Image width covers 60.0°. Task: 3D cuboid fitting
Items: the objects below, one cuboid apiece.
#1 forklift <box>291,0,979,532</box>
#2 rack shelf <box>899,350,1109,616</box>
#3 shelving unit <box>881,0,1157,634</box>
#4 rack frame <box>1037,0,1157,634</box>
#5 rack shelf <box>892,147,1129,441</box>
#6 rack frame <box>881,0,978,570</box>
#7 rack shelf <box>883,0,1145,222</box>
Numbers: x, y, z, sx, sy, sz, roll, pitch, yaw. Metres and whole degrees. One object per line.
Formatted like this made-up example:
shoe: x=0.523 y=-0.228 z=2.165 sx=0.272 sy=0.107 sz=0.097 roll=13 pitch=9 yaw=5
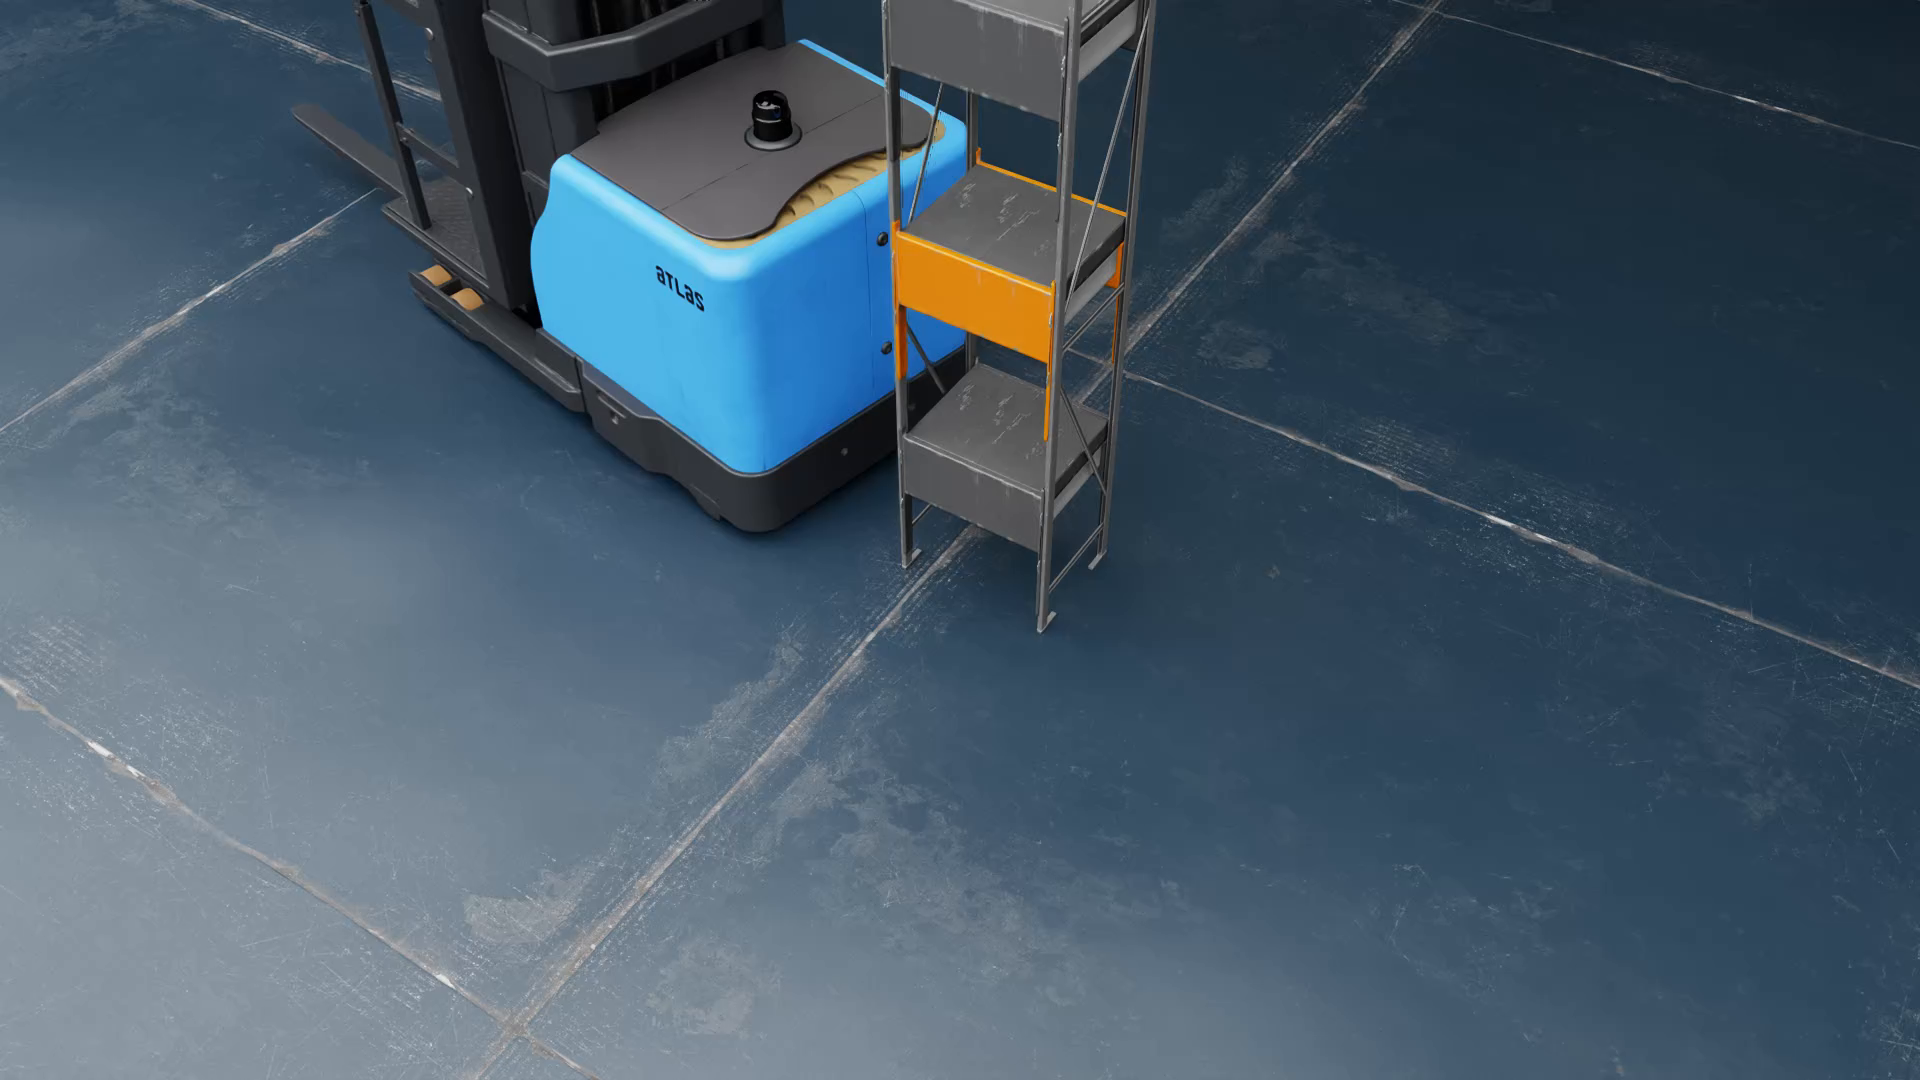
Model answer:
forklift: x=-1.343 y=-1.991 z=5.141 sx=3.031 sy=2.935 sz=1.130 roll=35 pitch=55 yaw=29
rack shelf: x=0.139 y=-0.170 z=4.946 sx=0.480 sy=0.518 sz=0.431 roll=25 pitch=51 yaw=22
shelving unit: x=0.139 y=-0.668 z=4.435 sx=0.503 sy=2.100 sz=0.431 roll=25 pitch=51 yaw=22
rack frame: x=0.345 y=-0.573 z=4.343 sx=0.015 sy=2.100 sz=0.400 roll=25 pitch=51 yaw=22
rack shelf: x=0.139 y=-0.658 z=4.444 sx=0.480 sy=0.518 sz=0.431 roll=25 pitch=51 yaw=22
rack frame: x=-0.066 y=-0.762 z=4.526 sx=0.015 sy=2.100 sz=0.400 roll=25 pitch=51 yaw=22
rack shelf: x=0.139 y=-1.146 z=3.942 sx=0.480 sy=0.518 sz=0.431 roll=25 pitch=51 yaw=22
